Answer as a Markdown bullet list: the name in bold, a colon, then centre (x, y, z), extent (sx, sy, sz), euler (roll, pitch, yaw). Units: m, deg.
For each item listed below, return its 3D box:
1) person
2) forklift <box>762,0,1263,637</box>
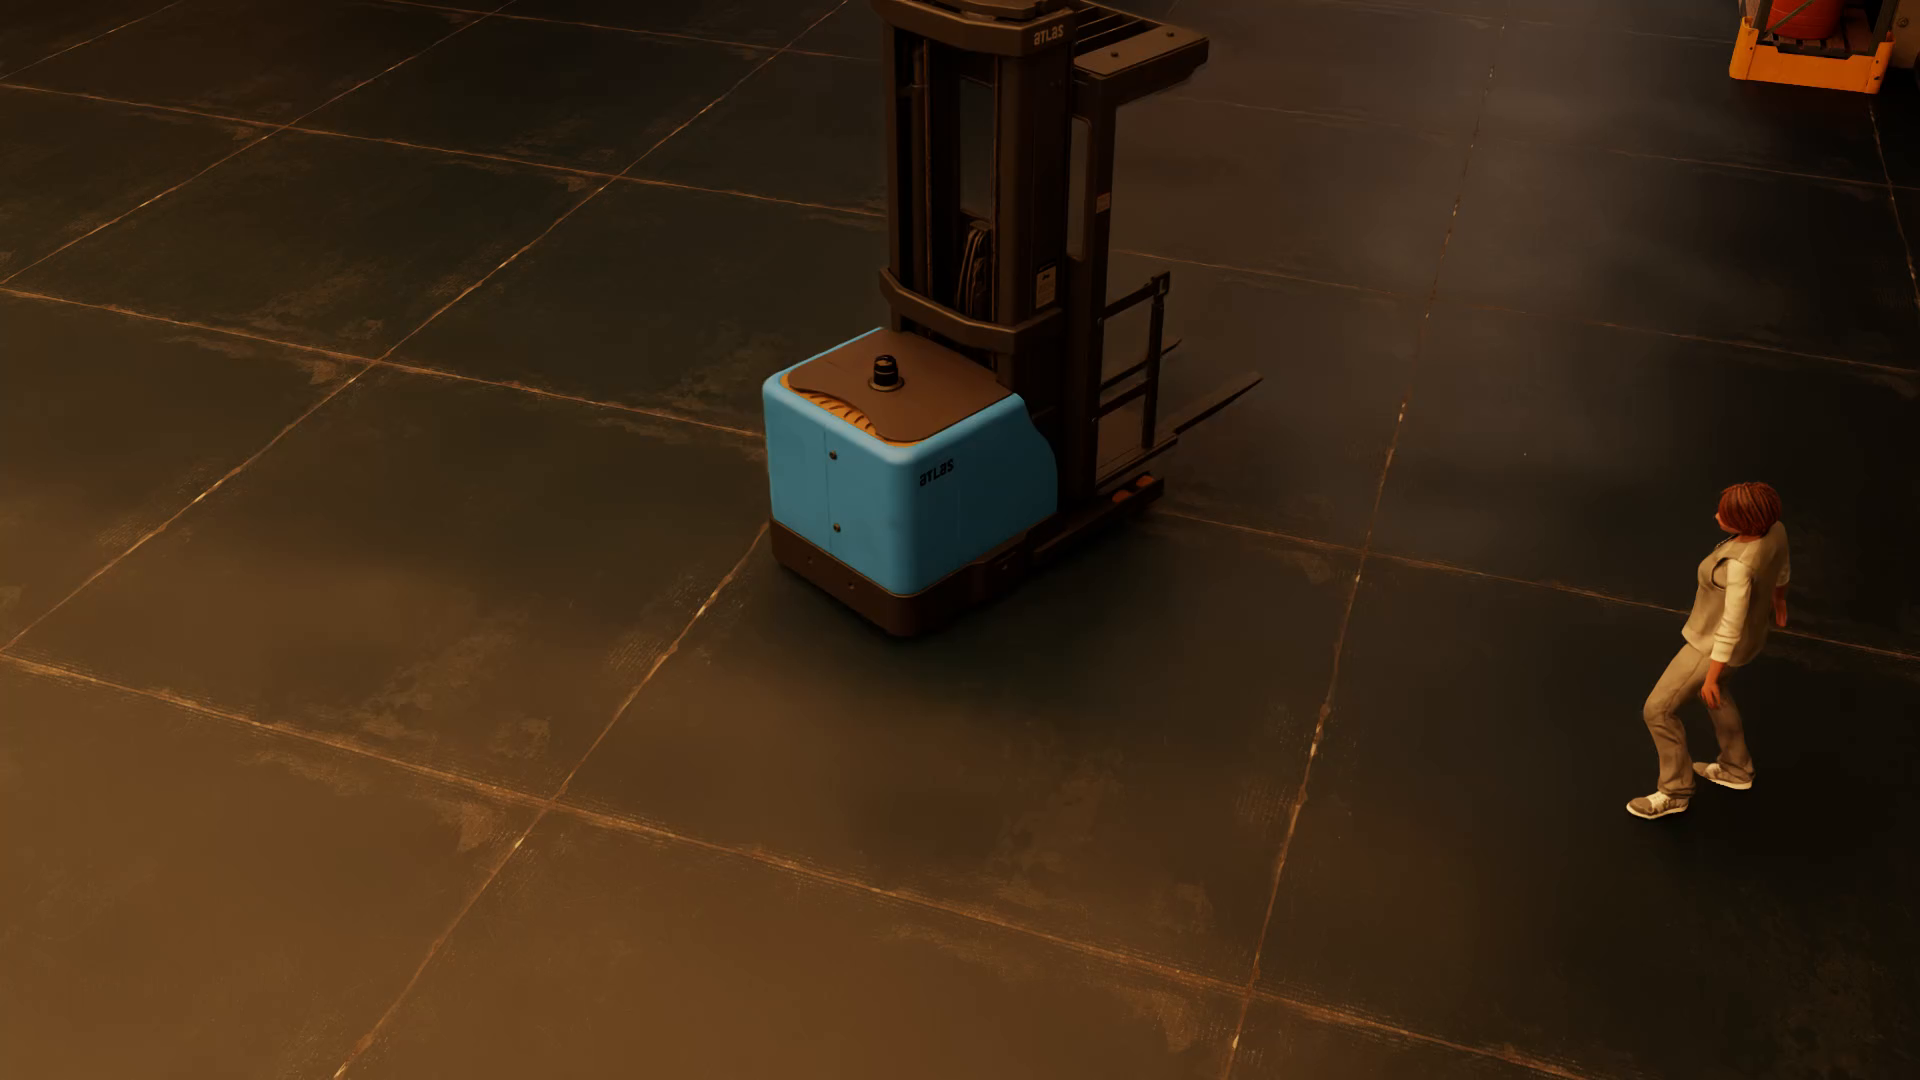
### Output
- **person**: centre (3.144, 0.435, 6.737), extent (0.744, 1.571, 0.419), euler (-29, 45, -35)
- **forklift**: centre (0.444, -1.484, 8.203), extent (3.031, 2.935, 1.130), euler (-30, 45, -35)
